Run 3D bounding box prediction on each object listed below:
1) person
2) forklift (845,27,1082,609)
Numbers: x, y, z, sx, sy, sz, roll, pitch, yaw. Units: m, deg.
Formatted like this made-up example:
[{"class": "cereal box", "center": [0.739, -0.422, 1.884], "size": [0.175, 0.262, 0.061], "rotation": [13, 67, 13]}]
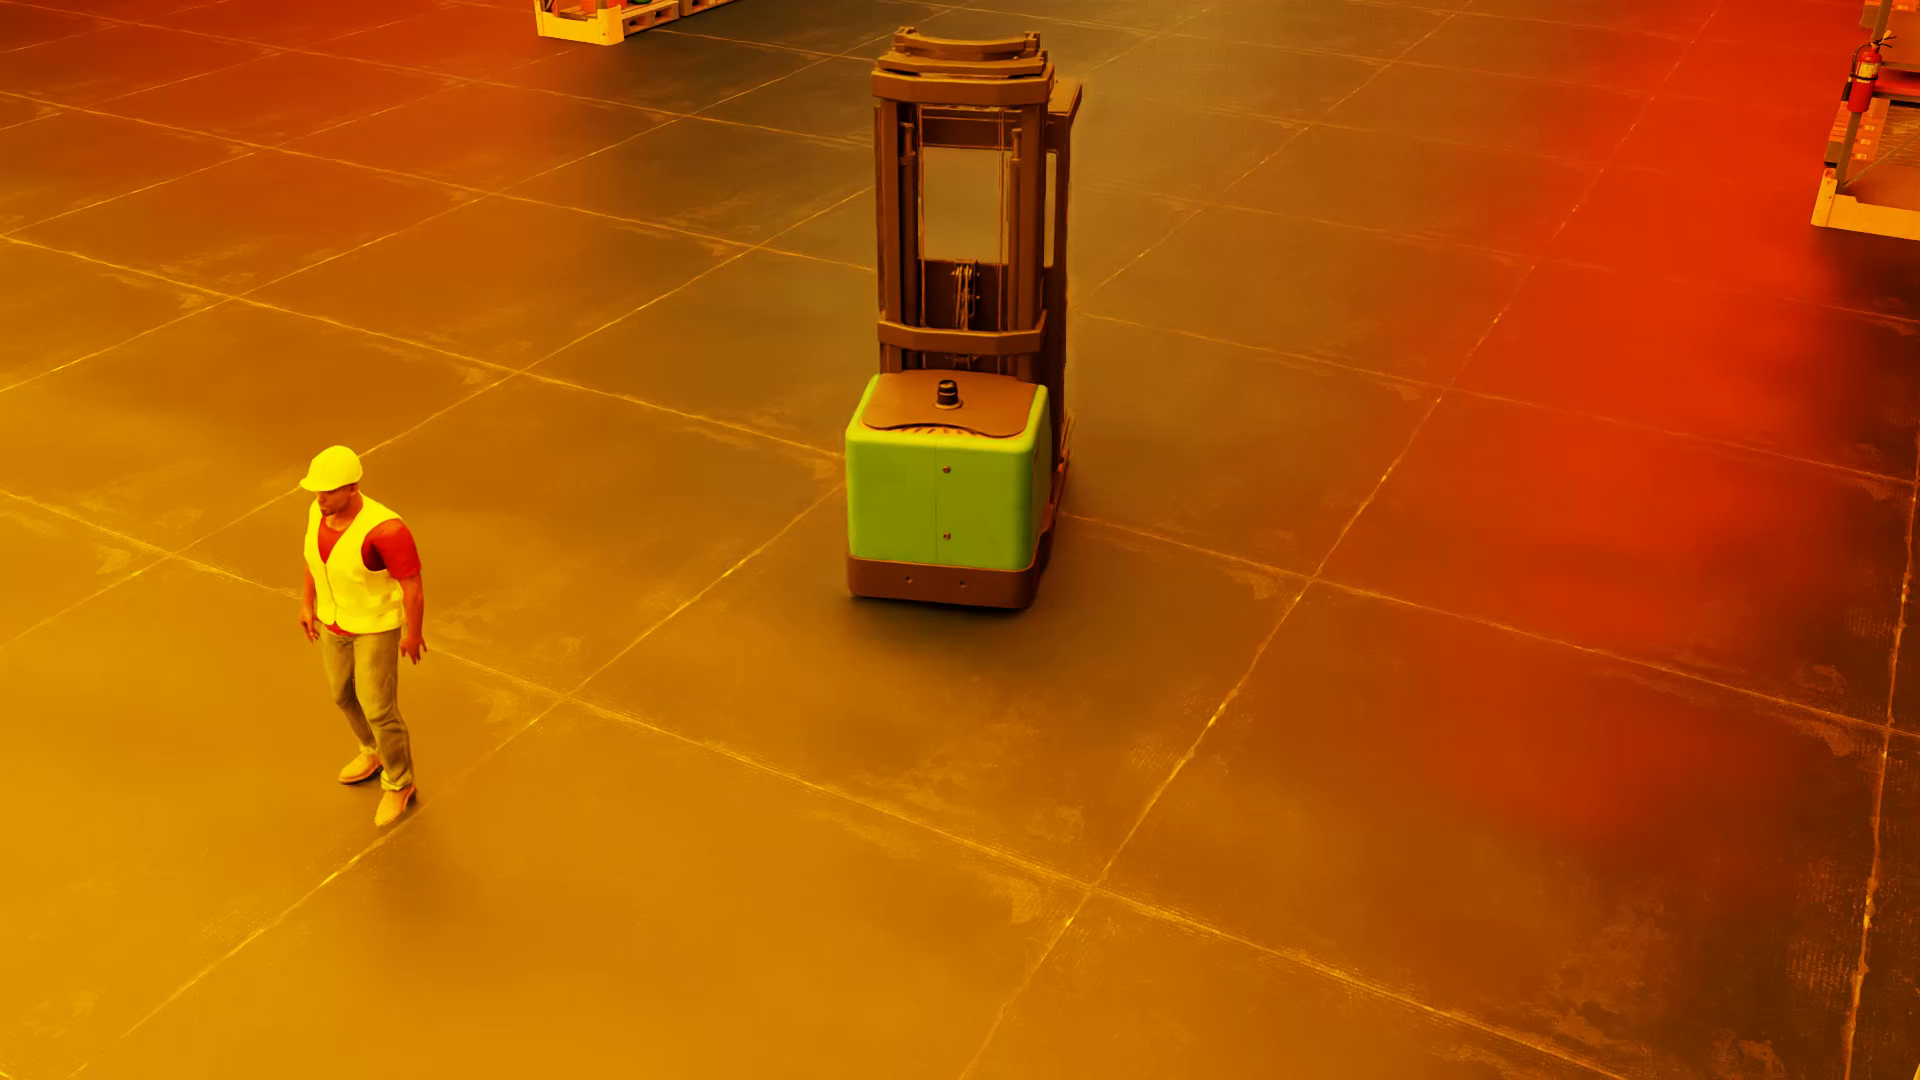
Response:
[{"class": "person", "center": [-2.769, 0.416, 7.563], "size": [0.657, 1.789, 0.517], "rotation": [16, 33, 25]}, {"class": "forklift", "center": [0.104, -1.607, 9.855], "size": [1.130, 2.935, 3.031], "rotation": [4, 30, 8]}]
